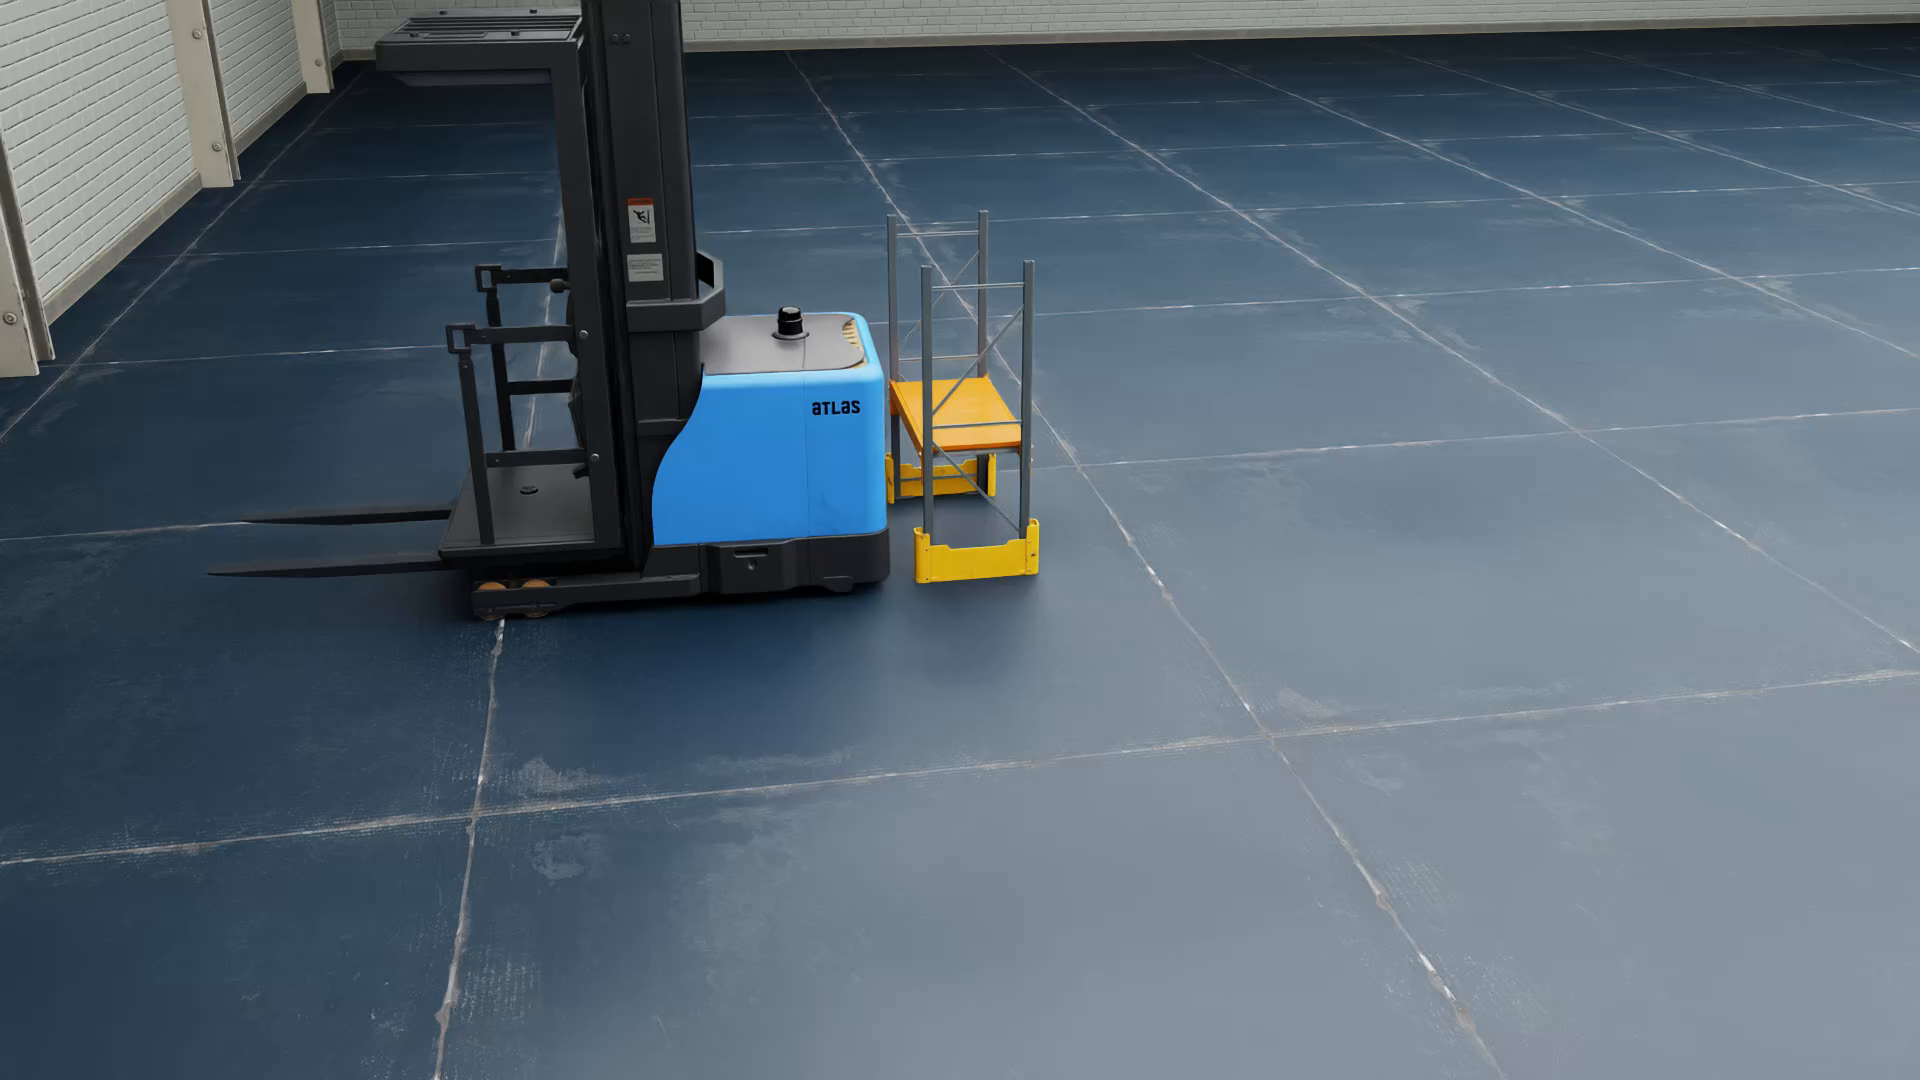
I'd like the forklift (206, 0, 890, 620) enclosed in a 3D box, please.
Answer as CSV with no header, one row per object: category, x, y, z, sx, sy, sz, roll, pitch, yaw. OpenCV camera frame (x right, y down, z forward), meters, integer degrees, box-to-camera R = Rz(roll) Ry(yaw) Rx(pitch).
forklift,-1.885,-1.210,7.359,3.031,2.935,1.130,-3,24,-7

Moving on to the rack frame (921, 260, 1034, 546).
rack frame,0.078,-0.521,7.569,0.500,1.500,0.032,-4,24,-10

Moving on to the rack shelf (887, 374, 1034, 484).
rack shelf,-0.016,-0.556,8.099,0.538,0.185,1.000,-4,24,-10

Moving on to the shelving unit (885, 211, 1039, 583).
shelving unit,-0.014,-0.717,8.018,0.587,1.500,1.083,-4,24,-10

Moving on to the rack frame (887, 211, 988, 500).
rack frame,-0.110,-0.921,8.484,0.500,1.500,0.032,-4,24,-10

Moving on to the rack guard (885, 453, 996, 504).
rack guard,-0.106,-0.340,8.717,0.587,0.250,0.087,-4,24,-10

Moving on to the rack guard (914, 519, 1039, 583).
rack guard,0.078,0.051,7.820,0.587,0.250,0.087,-4,24,-10

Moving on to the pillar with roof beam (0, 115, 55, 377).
pillar with roof beam,-1.879,-5.565,9.748,9.100,9.000,0.400,-4,24,-10

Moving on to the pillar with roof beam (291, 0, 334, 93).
pillar with roof beam,-4.098,-10.285,20.555,9.100,9.000,0.400,-4,24,-10

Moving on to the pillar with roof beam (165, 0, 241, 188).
pillar with roof beam,-2.989,-7.925,15.151,9.100,9.000,0.400,-4,24,-10
